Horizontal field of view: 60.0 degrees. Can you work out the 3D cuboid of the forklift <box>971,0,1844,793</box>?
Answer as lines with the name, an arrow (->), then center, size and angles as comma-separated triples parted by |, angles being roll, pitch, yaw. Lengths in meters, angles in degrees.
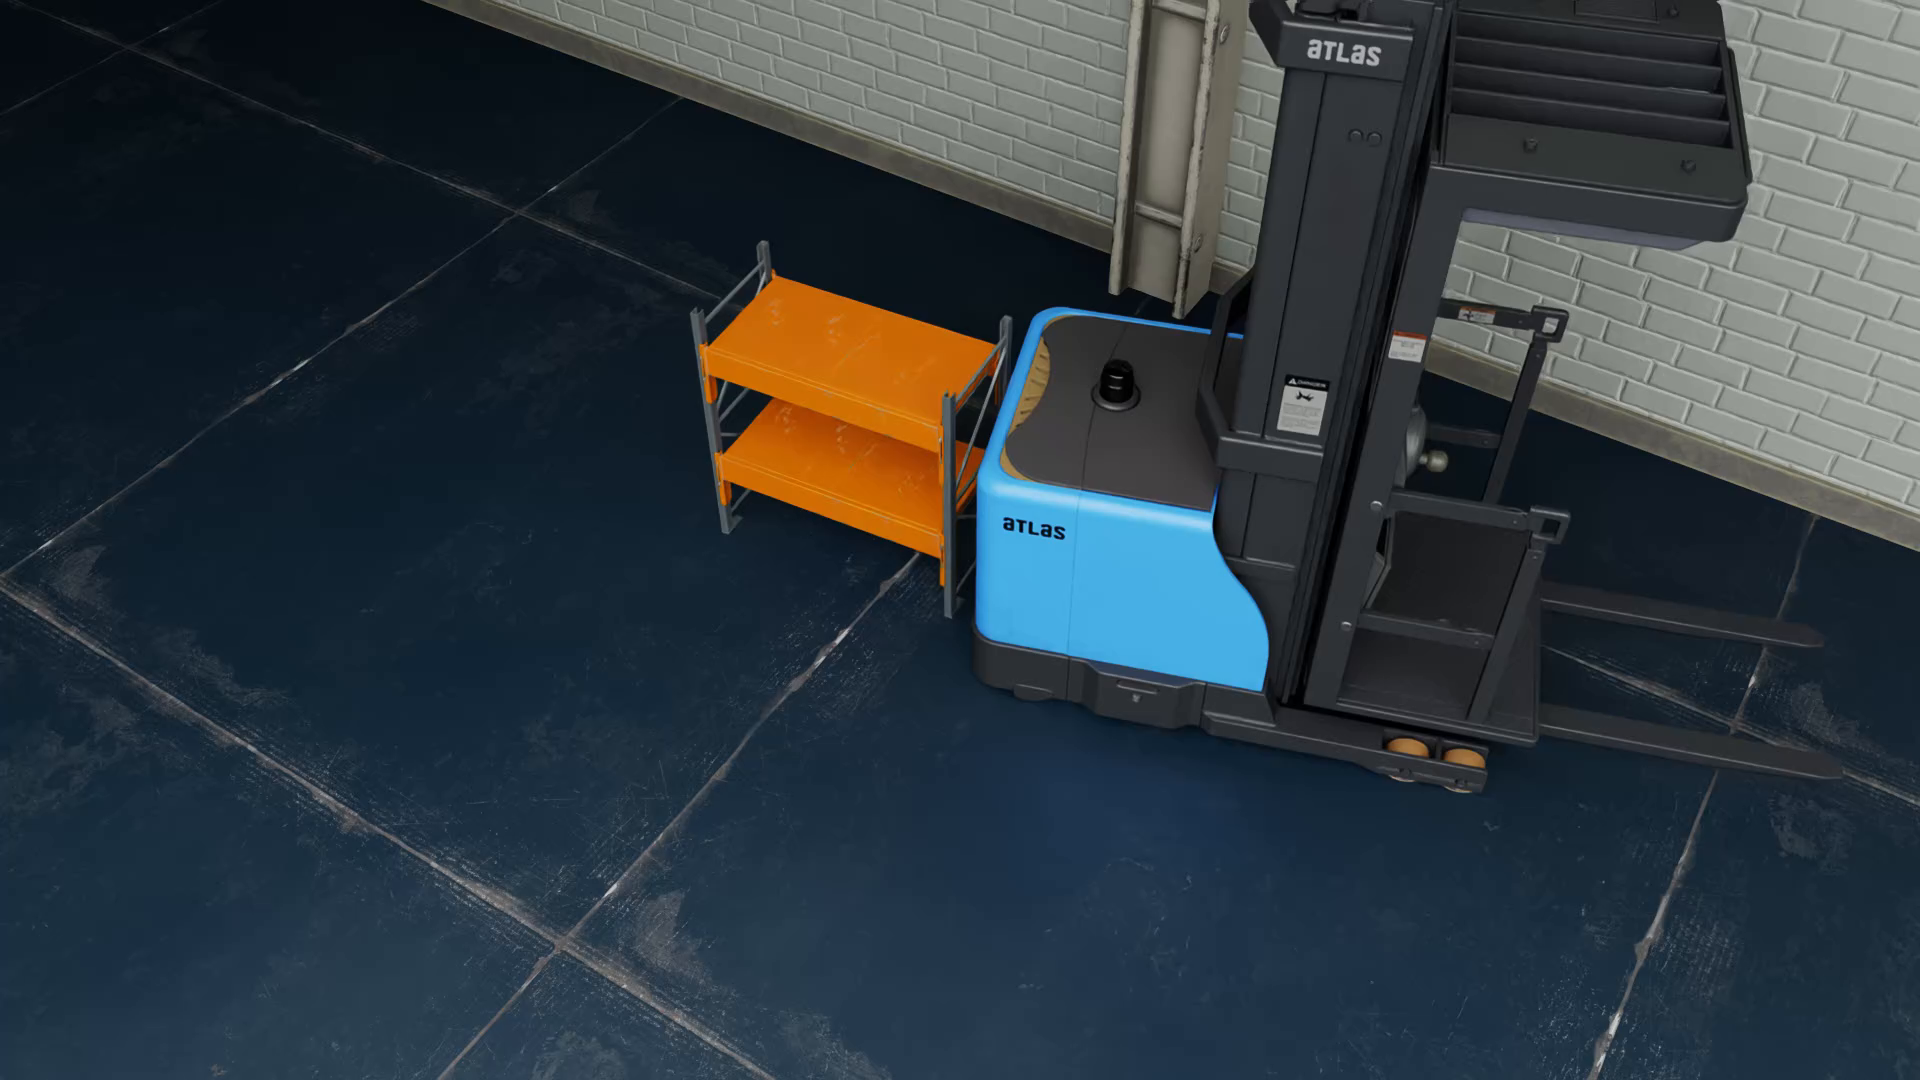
forklift -> 1.616, -0.552, 5.242 | 3.031, 2.935, 1.130 | 10, 47, 10

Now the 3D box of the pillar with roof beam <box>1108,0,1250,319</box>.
pillar with roof beam -> -1.375, -1.732, 2.158 | 0.400, 9.000, 9.100 | 25, 51, 22

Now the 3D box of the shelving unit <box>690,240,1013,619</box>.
shelving unit -> -0.391, -0.414, 6.368 | 1.048, 1.125, 0.538 | 20, 49, 18

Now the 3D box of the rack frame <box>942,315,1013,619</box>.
rack frame -> 0.064, -0.251, 6.210 | 0.032, 1.125, 0.500 | 20, 49, 18

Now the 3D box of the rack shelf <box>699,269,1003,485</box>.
rack shelf -> -0.391, -0.618, 6.158 | 1.000, 0.278, 0.538 | 20, 49, 18

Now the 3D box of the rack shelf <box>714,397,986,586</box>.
rack shelf -> -0.391, -0.244, 6.544 | 1.000, 0.278, 0.538 | 20, 49, 18

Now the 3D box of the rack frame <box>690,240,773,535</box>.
rack frame -> -0.845, -0.578, 6.527 | 0.032, 1.125, 0.500 | 20, 49, 18
